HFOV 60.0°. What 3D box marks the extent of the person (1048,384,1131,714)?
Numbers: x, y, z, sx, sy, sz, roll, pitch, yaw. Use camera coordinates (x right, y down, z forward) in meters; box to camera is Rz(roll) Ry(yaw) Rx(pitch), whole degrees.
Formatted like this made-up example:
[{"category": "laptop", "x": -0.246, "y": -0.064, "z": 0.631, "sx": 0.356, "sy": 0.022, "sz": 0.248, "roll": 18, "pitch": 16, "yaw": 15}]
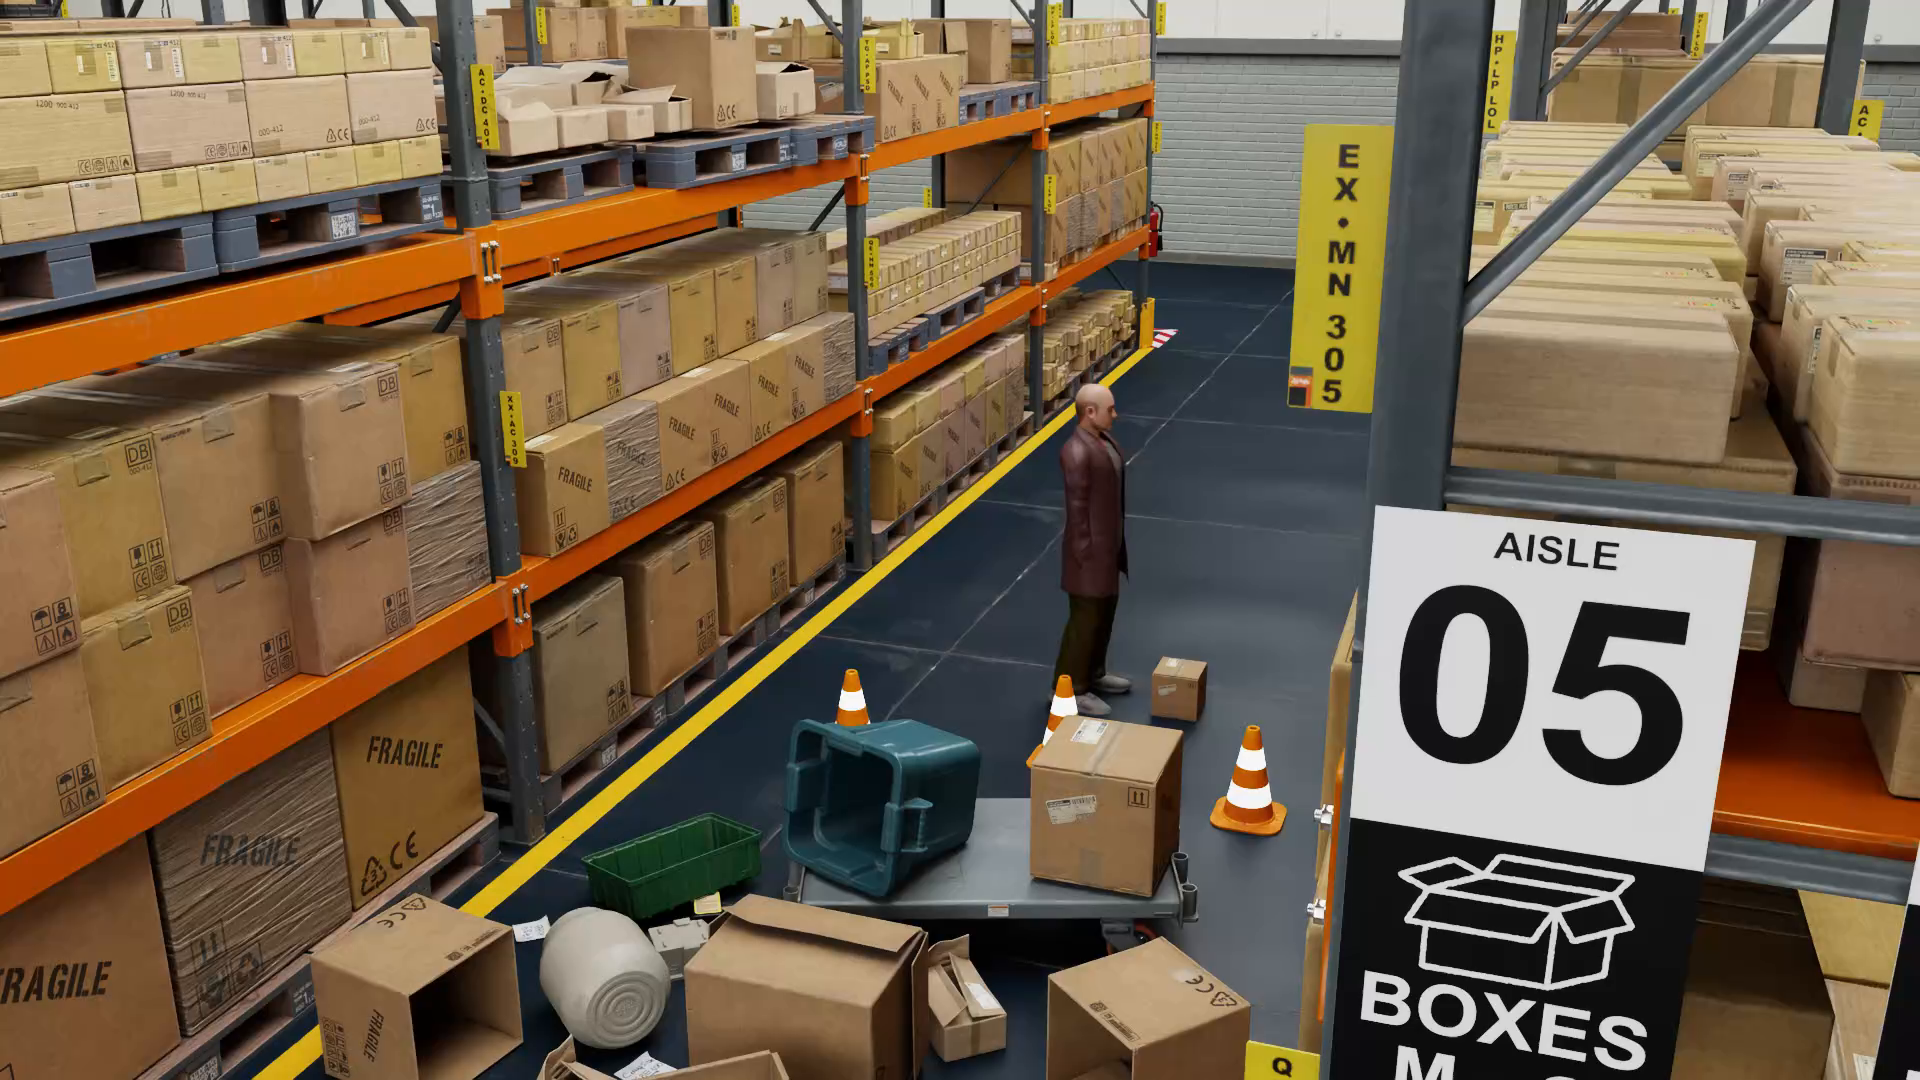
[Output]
[{"category": "person", "x": 0.731, "y": 0.037, "z": 9.014, "sx": 0.399, "sy": 1.797, "sz": 0.563, "roll": 7, "pitch": 20, "yaw": 19}]
